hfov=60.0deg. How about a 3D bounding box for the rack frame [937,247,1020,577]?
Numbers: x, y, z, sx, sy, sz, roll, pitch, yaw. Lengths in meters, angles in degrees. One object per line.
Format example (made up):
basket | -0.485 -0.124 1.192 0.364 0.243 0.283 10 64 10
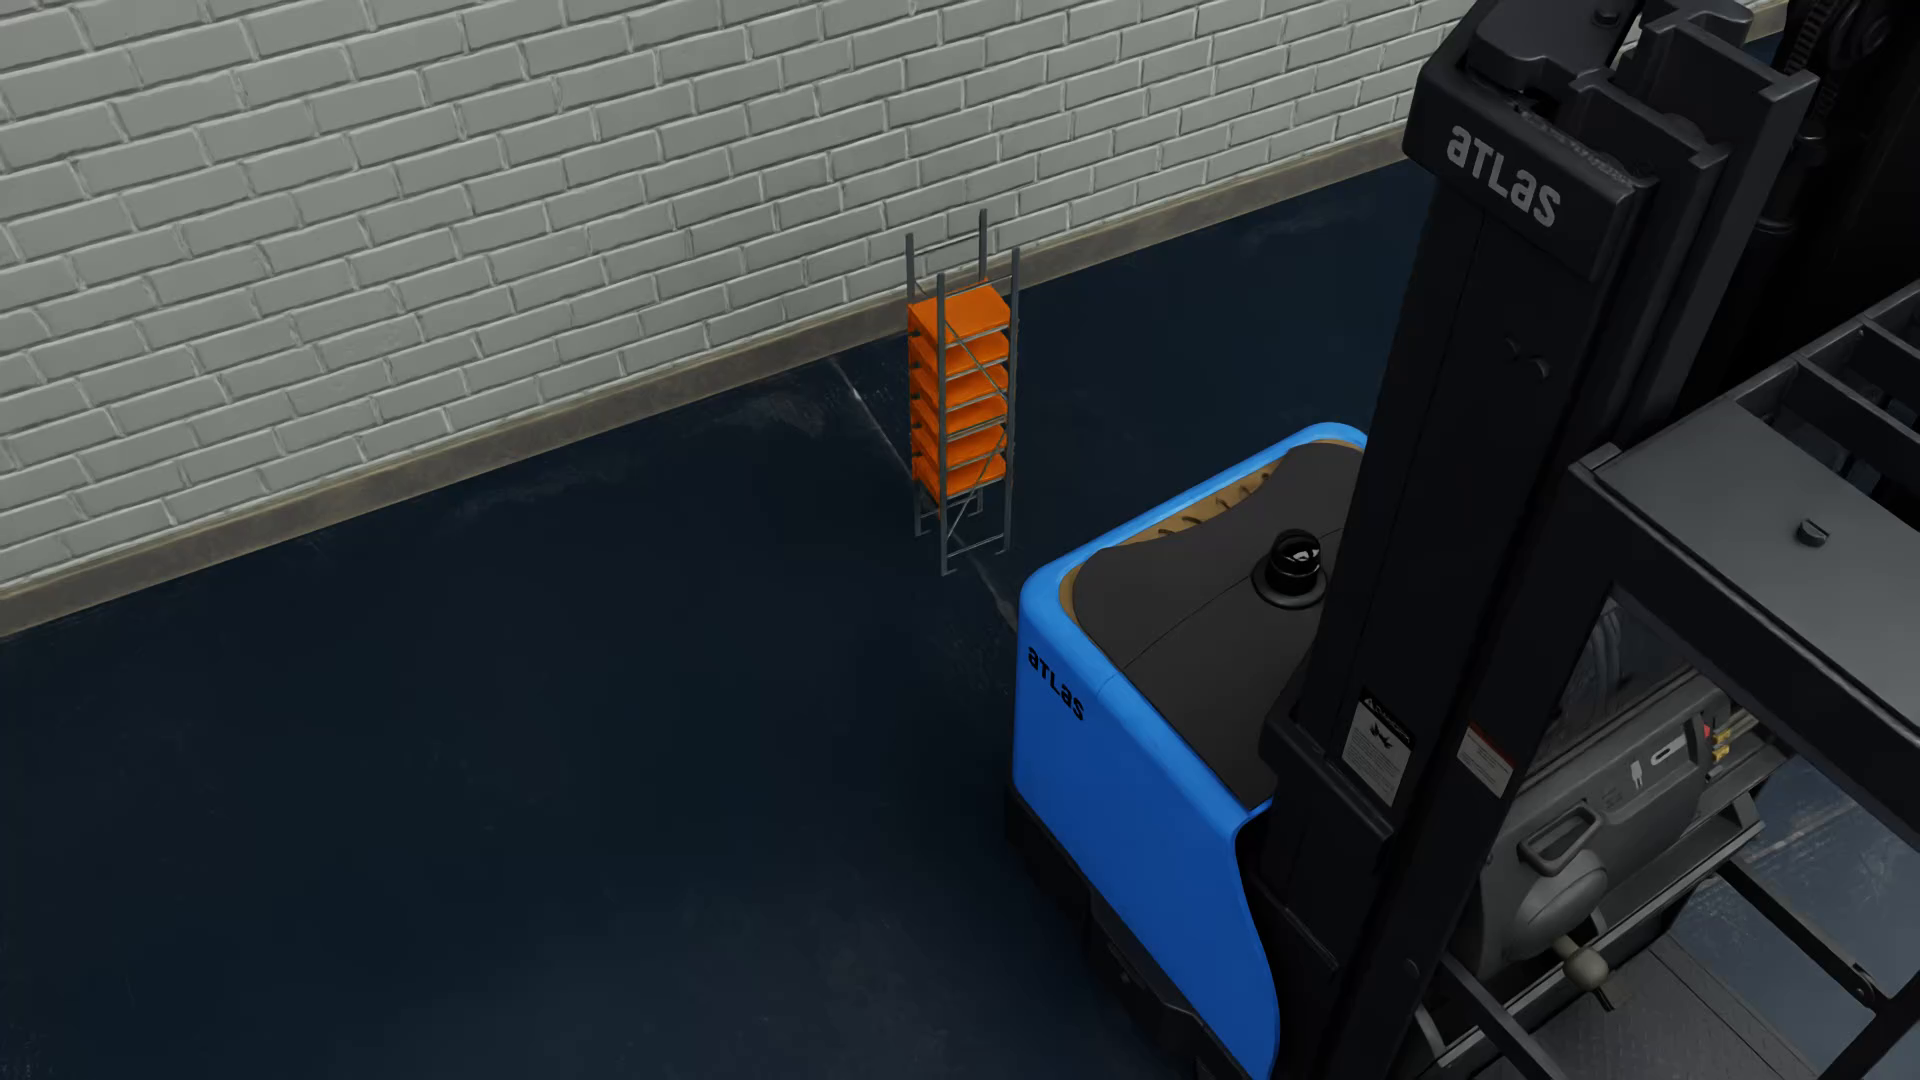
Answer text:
rack frame | 0.049 -0.324 4.736 0.240 1.200 0.006 -21 52 -18

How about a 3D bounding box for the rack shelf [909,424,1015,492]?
rack shelf | 0.007 -0.277 4.914 0.258 0.103 0.180 -21 52 -18

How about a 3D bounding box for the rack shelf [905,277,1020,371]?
rack shelf | 0.007 -0.593 4.552 0.258 0.103 0.180 -21 52 -18

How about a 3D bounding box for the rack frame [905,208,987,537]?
rack frame | -0.035 -0.447 4.843 0.240 1.200 0.006 -21 52 -18

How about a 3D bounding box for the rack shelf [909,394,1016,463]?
rack shelf | 0.007 -0.356 4.823 0.258 0.103 0.180 -21 52 -18

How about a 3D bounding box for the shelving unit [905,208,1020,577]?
shelving unit | 0.007 -0.385 4.790 0.258 1.200 0.189 -21 52 -18

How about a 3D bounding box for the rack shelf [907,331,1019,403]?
rack shelf | 0.007 -0.514 4.643 0.258 0.103 0.180 -21 52 -18

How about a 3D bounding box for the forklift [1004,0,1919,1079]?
forklift | 1.358 0.549 2.822 1.130 2.935 3.031 -27 54 -22

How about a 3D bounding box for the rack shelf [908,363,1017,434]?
rack shelf | 0.007 -0.435 4.733 0.258 0.103 0.180 -21 52 -18

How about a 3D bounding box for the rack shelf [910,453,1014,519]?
rack shelf | 0.007 -0.198 5.004 0.258 0.103 0.180 -21 52 -18
